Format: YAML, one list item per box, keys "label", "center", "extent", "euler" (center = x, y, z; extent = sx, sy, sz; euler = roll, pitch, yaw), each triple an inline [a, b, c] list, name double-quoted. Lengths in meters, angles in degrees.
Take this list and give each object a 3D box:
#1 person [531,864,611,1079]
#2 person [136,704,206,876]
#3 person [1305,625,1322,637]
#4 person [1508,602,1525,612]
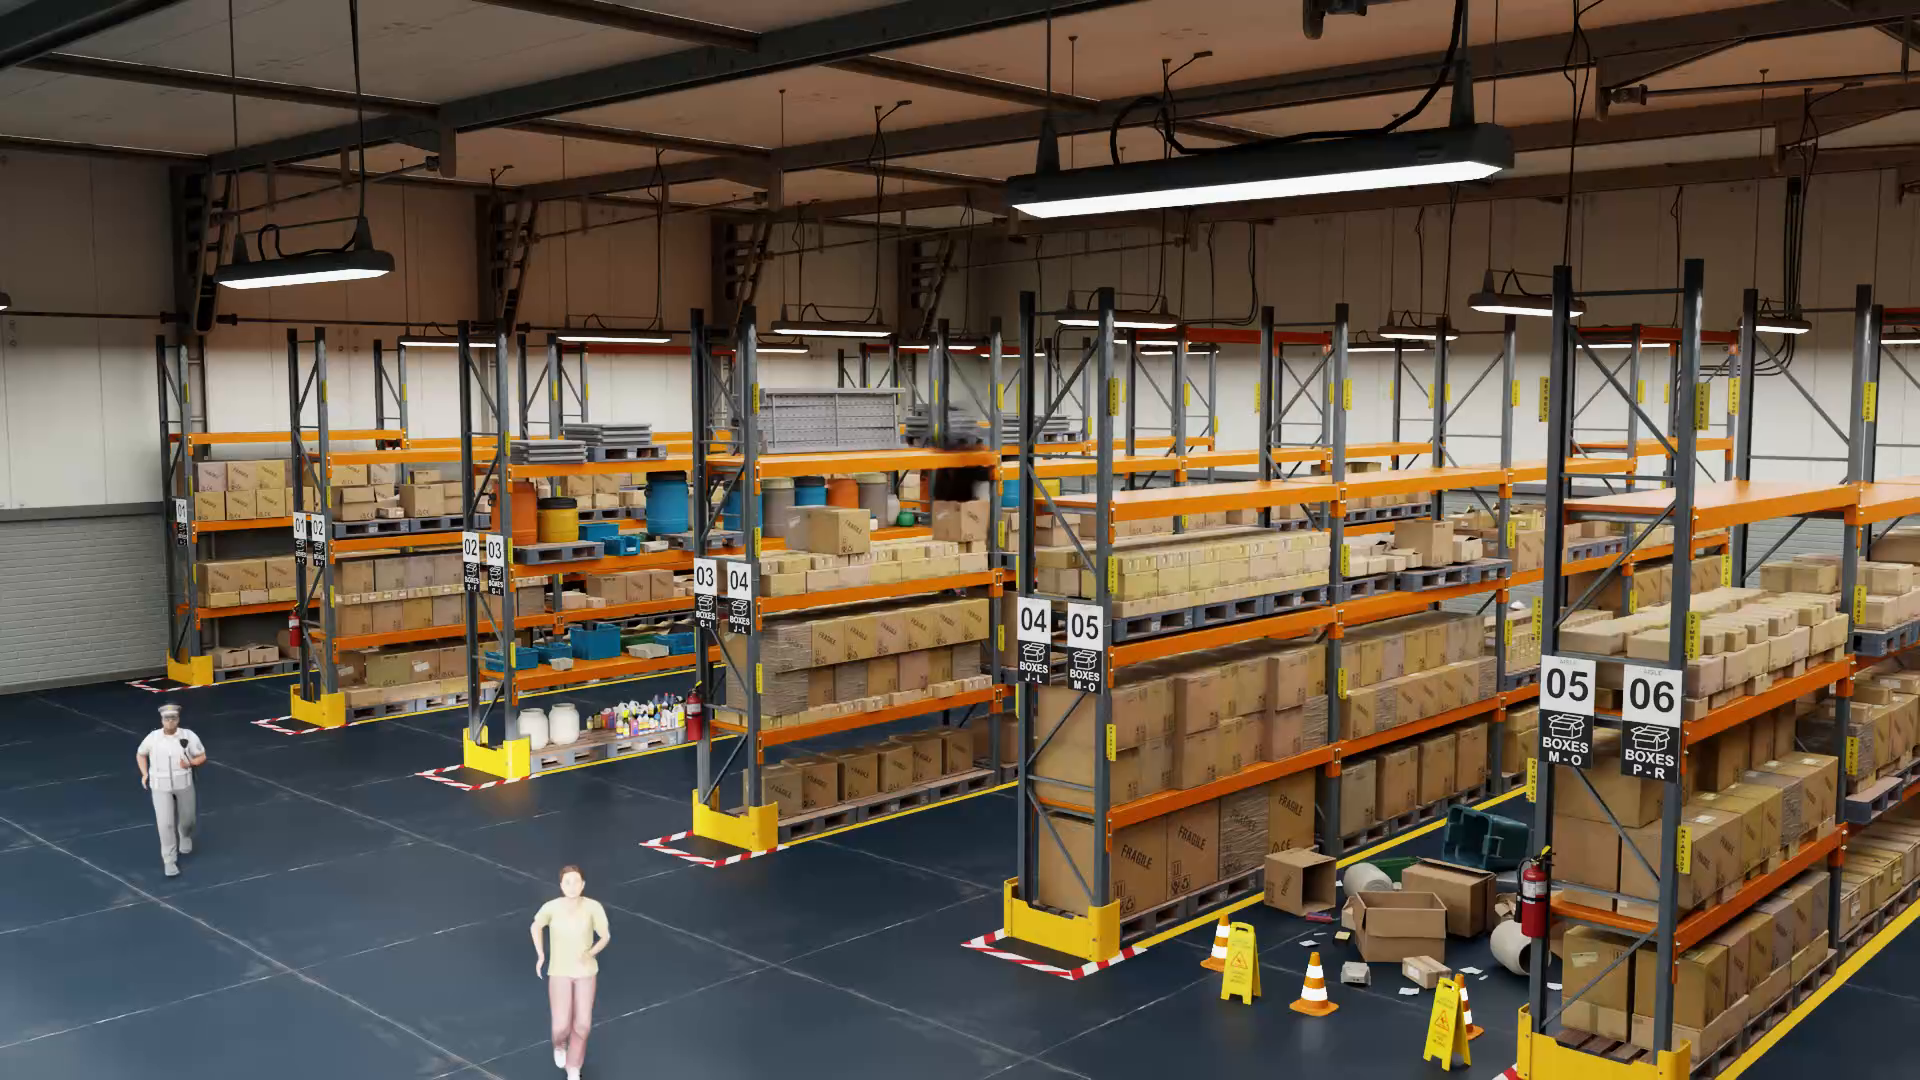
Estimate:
- label: "person"
  center: [-2.851, 3.205, 12.226]
  extent: [0.567, 1.615, 0.537]
  euler: [-1, 6, -15]
- label: "person"
  center: [-8.393, 2.611, 17.729]
  extent: [0.672, 1.755, 0.953]
  euler: [-3, 6, -26]
- label: "person"
  center: [5.183, 2.024, 24.397]
  extent: [0.638, 1.688, 0.741]
  euler: [4, 7, 35]
- label: "person"
  center: [8.795, 1.847, 26.166]
  extent: [0.670, 1.770, 0.840]
  euler: [5, 7, 43]
